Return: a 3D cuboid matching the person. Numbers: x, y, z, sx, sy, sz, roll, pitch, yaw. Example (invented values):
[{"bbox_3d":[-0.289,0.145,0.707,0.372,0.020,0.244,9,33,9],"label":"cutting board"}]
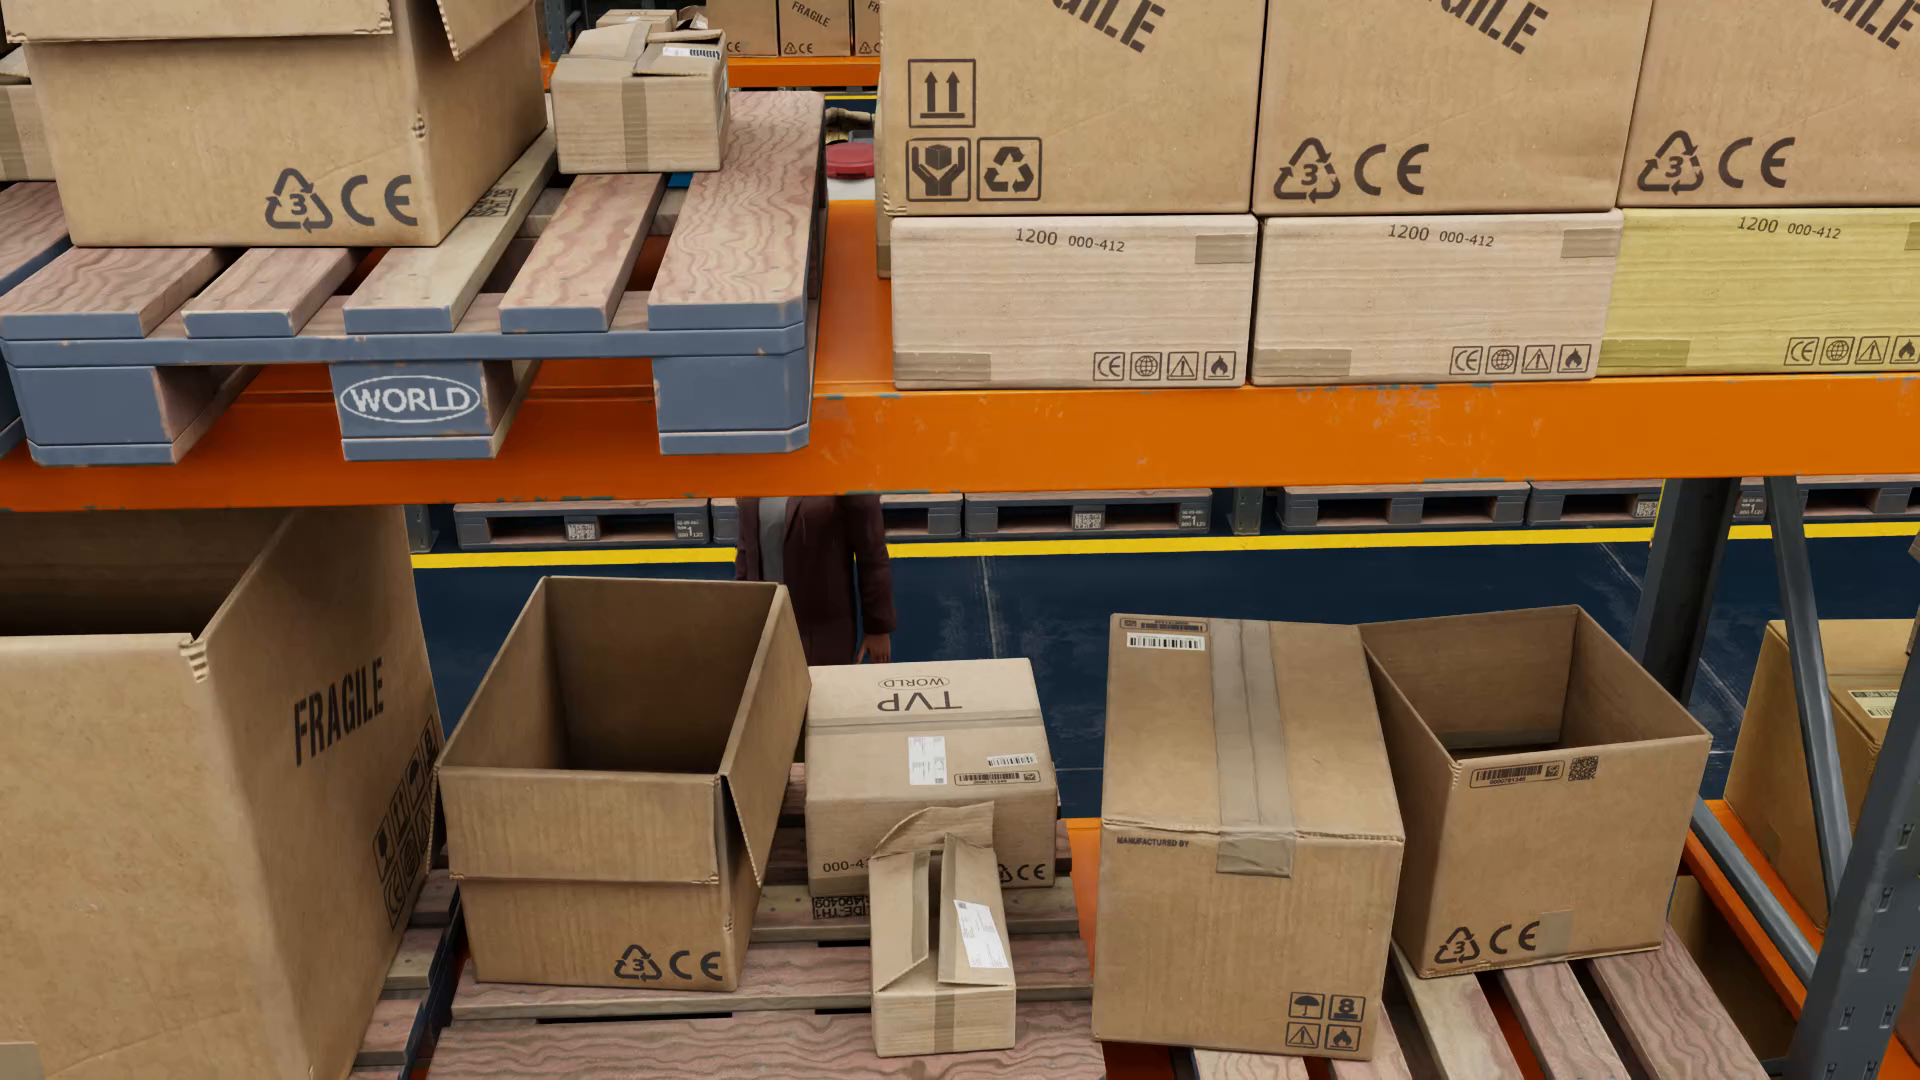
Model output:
[{"bbox_3d":[-0.607,0.320,5.489,0.625,1.767,0.784,18,32,32],"label":"person"}]
